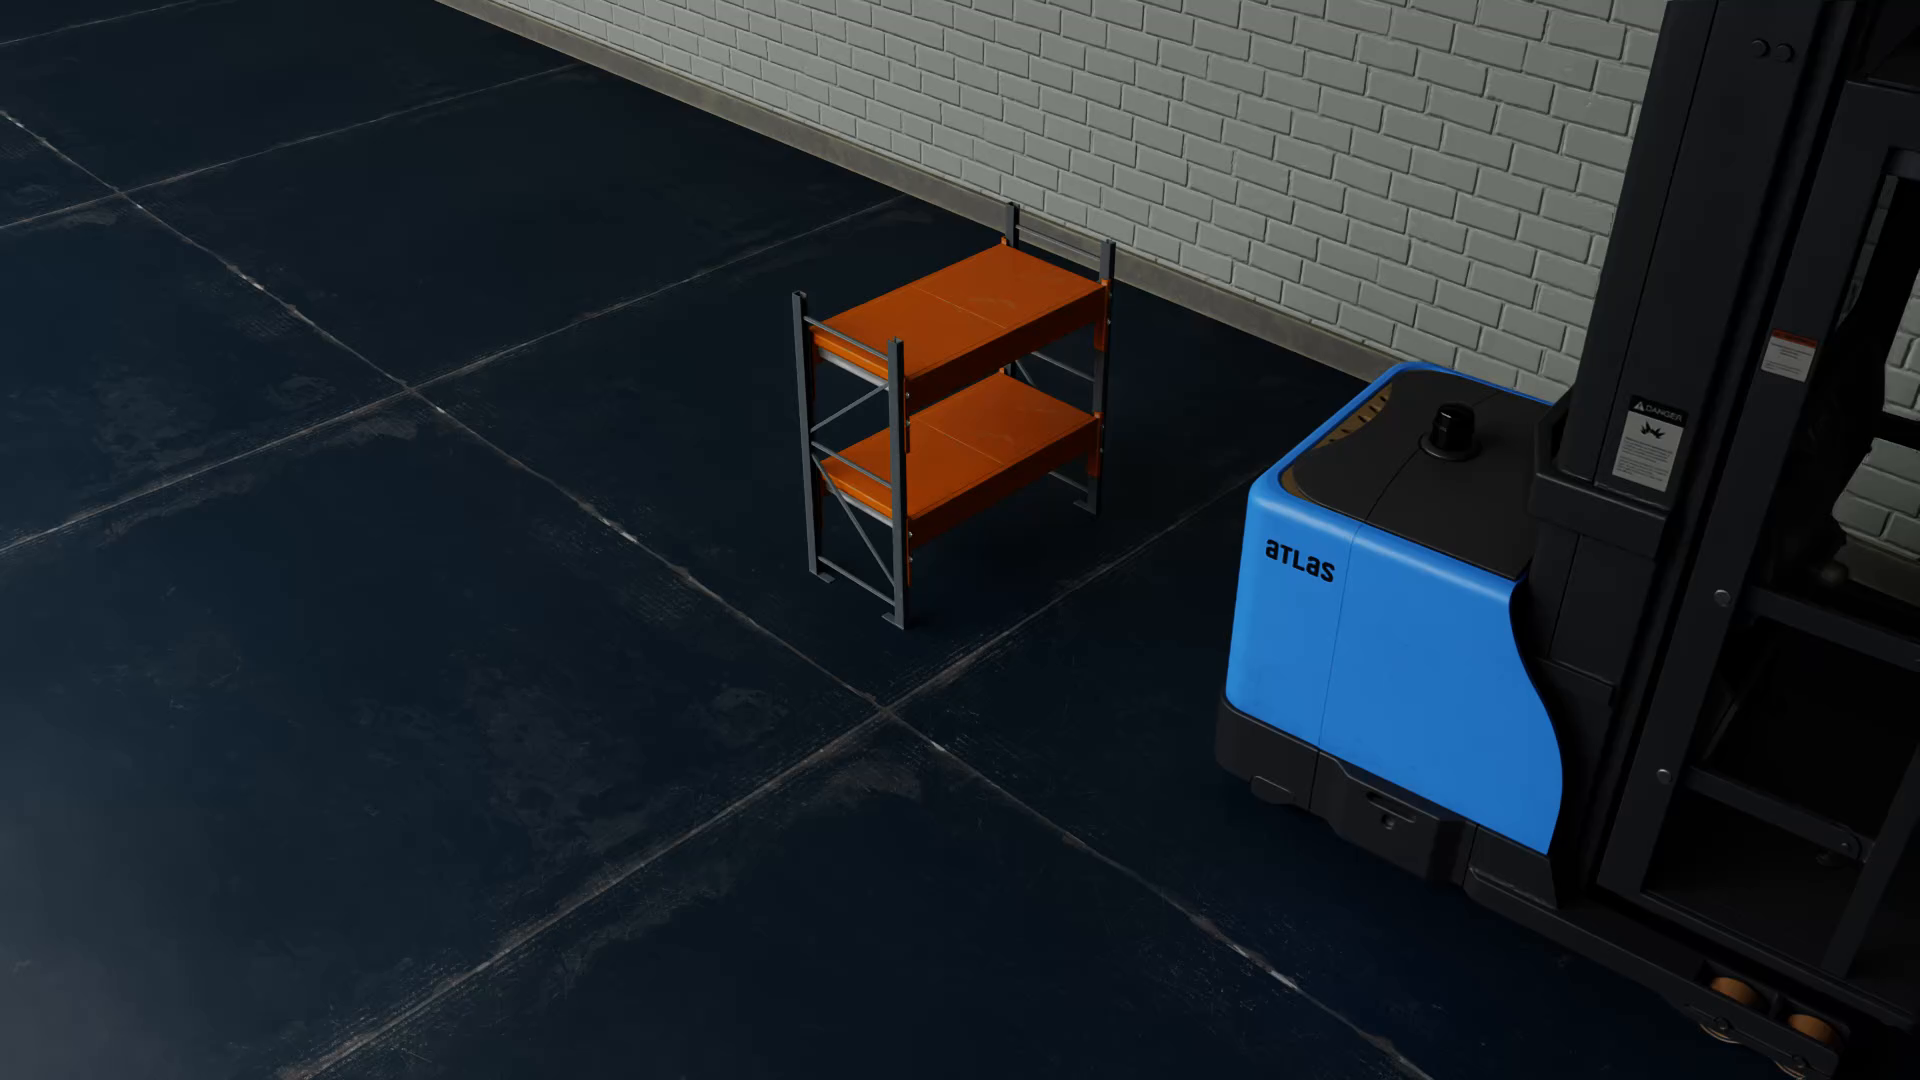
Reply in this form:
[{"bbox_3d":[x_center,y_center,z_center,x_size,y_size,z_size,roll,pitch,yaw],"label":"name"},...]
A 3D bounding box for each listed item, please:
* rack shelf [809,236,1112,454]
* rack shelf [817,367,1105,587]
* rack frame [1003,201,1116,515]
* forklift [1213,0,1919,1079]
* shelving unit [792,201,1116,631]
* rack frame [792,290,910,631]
[{"bbox_3d":[-0.005,-0.699,5.757,0.538,0.278,1.000,30,45,35],"label":"rack shelf"},{"bbox_3d":[-0.005,-0.258,6.064,0.538,0.278,1.000,30,45,35],"label":"rack shelf"},{"bbox_3d":[0.353,-0.665,6.220,0.500,1.125,0.032,30,45,35],"label":"rack frame"},{"bbox_3d":[2.256,-0.162,3.921,3.031,2.935,1.130,25,42,31],"label":"forklift"},{"bbox_3d":[-0.005,-0.459,5.924,0.538,1.125,1.048,30,45,35],"label":"shelving unit"},{"bbox_3d":[-0.363,-0.252,5.628,0.500,1.125,0.032,30,45,35],"label":"rack frame"}]
